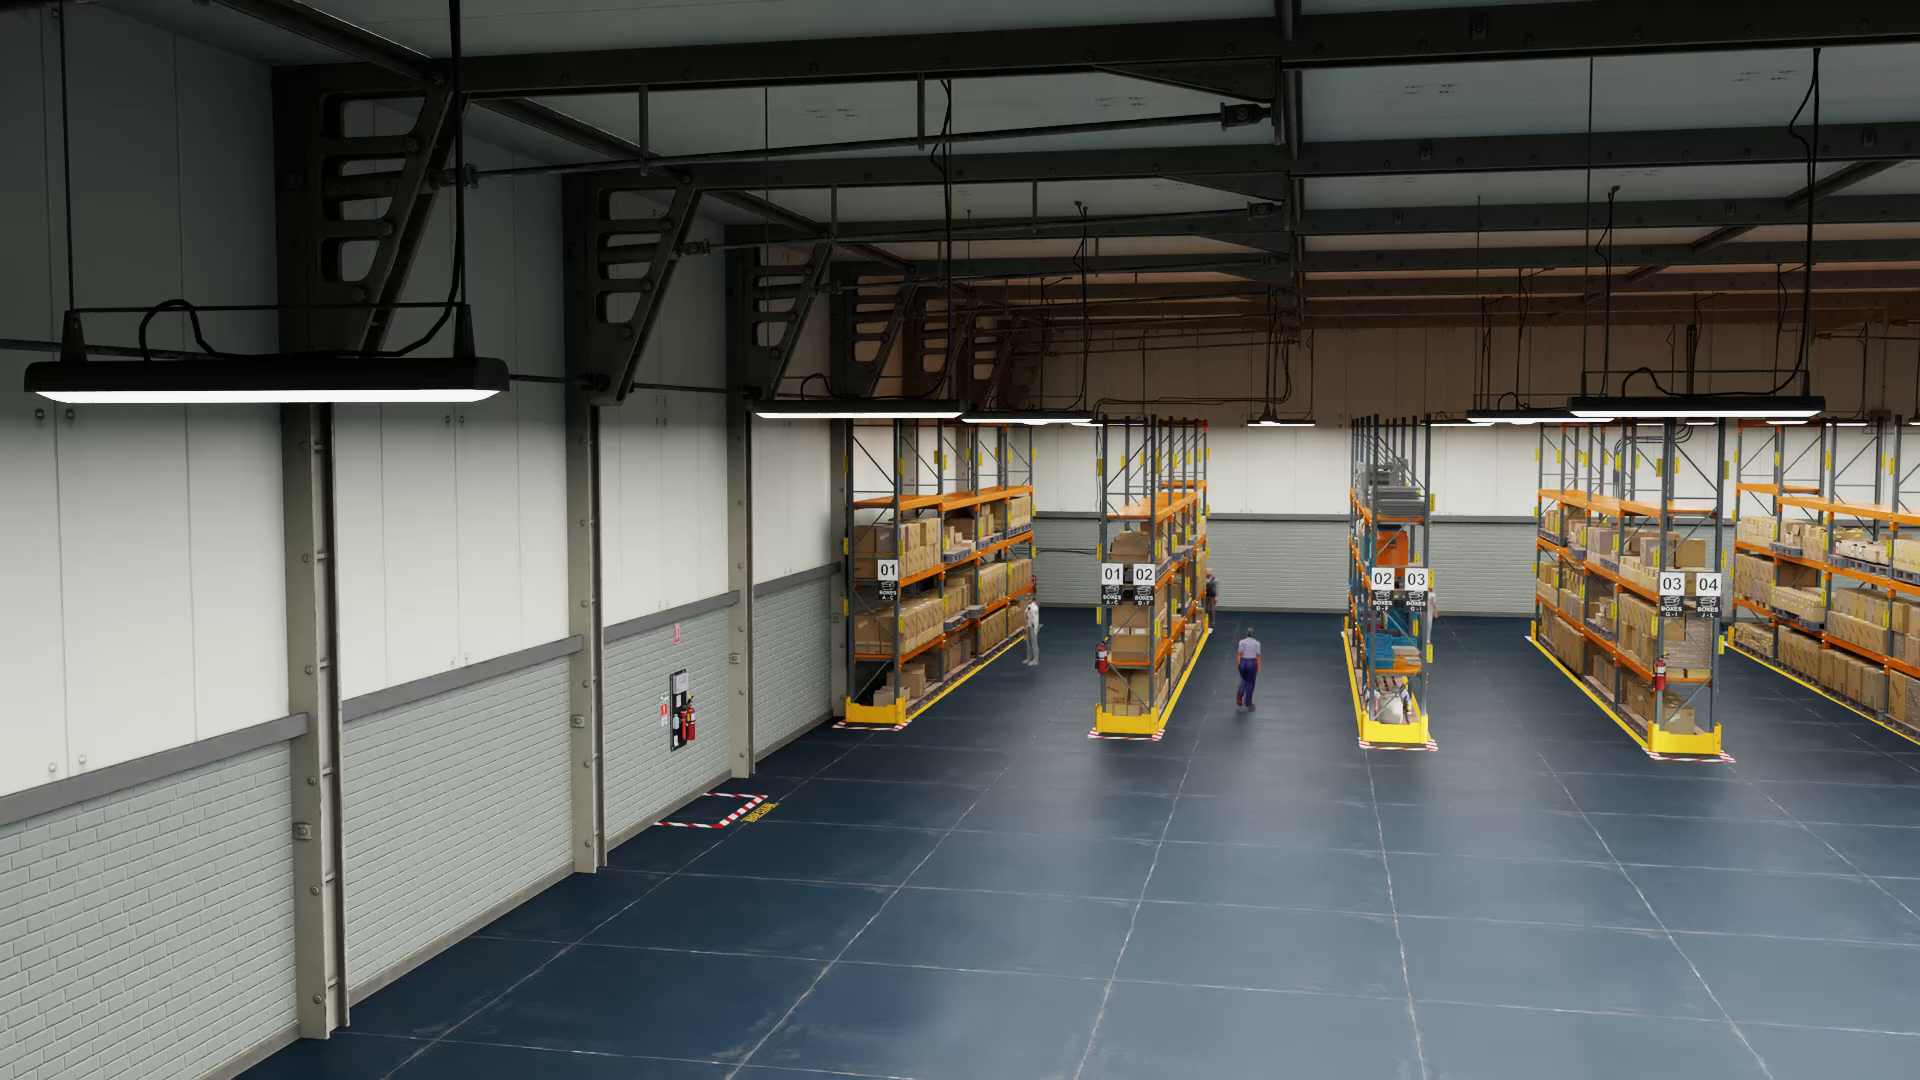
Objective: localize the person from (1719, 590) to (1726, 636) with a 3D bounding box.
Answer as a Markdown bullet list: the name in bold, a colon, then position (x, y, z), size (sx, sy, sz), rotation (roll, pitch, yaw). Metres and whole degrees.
- **person**: position (20.579, 1.901, 45.217), size (0.447, 1.586, 0.482), rotation (-1, 4, -19)

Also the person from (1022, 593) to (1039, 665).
- **person**: position (1.663, 2.090, 38.951), size (0.374, 1.645, 0.529), rotation (-1, 4, -16)

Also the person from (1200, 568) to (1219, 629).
- **person**: position (7.204, 1.680, 48.013), size (0.560, 1.735, 0.541), rotation (0, 4, 4)

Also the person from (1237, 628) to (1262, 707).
- **person**: position (5.956, 2.620, 34.200), size (0.454, 1.636, 0.482), rotation (-4, 5, -43)

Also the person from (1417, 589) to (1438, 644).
- **person**: position (12.491, 1.946, 44.505), size (0.582, 1.618, 0.954), rotation (1, 4, 14)
